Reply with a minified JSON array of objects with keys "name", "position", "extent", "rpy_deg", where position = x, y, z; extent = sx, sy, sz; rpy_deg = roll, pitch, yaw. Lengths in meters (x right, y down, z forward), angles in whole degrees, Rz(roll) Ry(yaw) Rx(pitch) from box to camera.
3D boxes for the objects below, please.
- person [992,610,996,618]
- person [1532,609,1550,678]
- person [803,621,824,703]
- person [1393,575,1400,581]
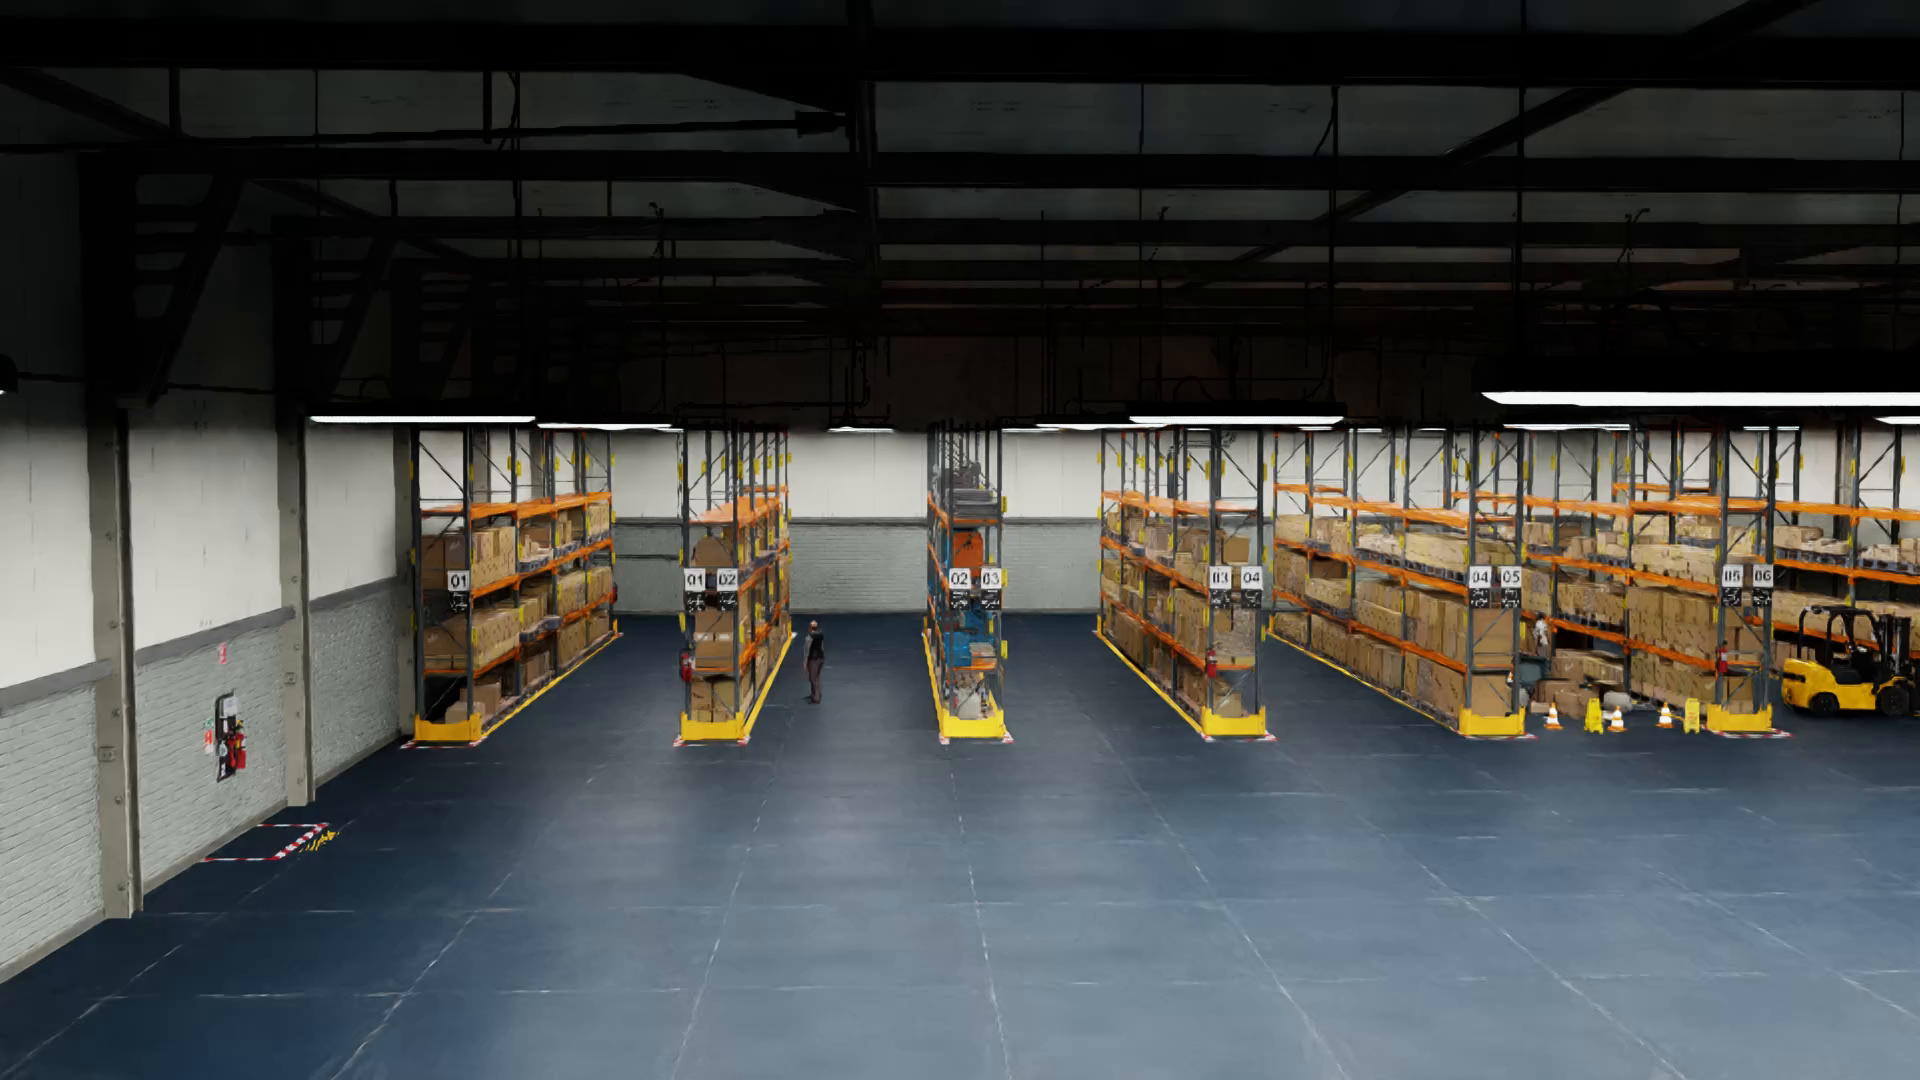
[{"name":"person","position":[1.048,1.641,51.108],"extent":[0.446,1.591,1.110],"rpy_deg":[0,4,-5]},{"name":"person","position":[13.295,2.432,38.186],"extent":[0.551,1.665,0.573],"rpy_deg":[1,4,22]},{"name":"person","position":[-3.135,2.580,35.409],"extent":[0.576,1.718,0.626],"rpy_deg":[2,4,30]},{"name":"person","position":[12.578,1.799,47.812],"extent":[0.536,1.723,0.668],"rpy_deg":[-1,4,-17]}]
